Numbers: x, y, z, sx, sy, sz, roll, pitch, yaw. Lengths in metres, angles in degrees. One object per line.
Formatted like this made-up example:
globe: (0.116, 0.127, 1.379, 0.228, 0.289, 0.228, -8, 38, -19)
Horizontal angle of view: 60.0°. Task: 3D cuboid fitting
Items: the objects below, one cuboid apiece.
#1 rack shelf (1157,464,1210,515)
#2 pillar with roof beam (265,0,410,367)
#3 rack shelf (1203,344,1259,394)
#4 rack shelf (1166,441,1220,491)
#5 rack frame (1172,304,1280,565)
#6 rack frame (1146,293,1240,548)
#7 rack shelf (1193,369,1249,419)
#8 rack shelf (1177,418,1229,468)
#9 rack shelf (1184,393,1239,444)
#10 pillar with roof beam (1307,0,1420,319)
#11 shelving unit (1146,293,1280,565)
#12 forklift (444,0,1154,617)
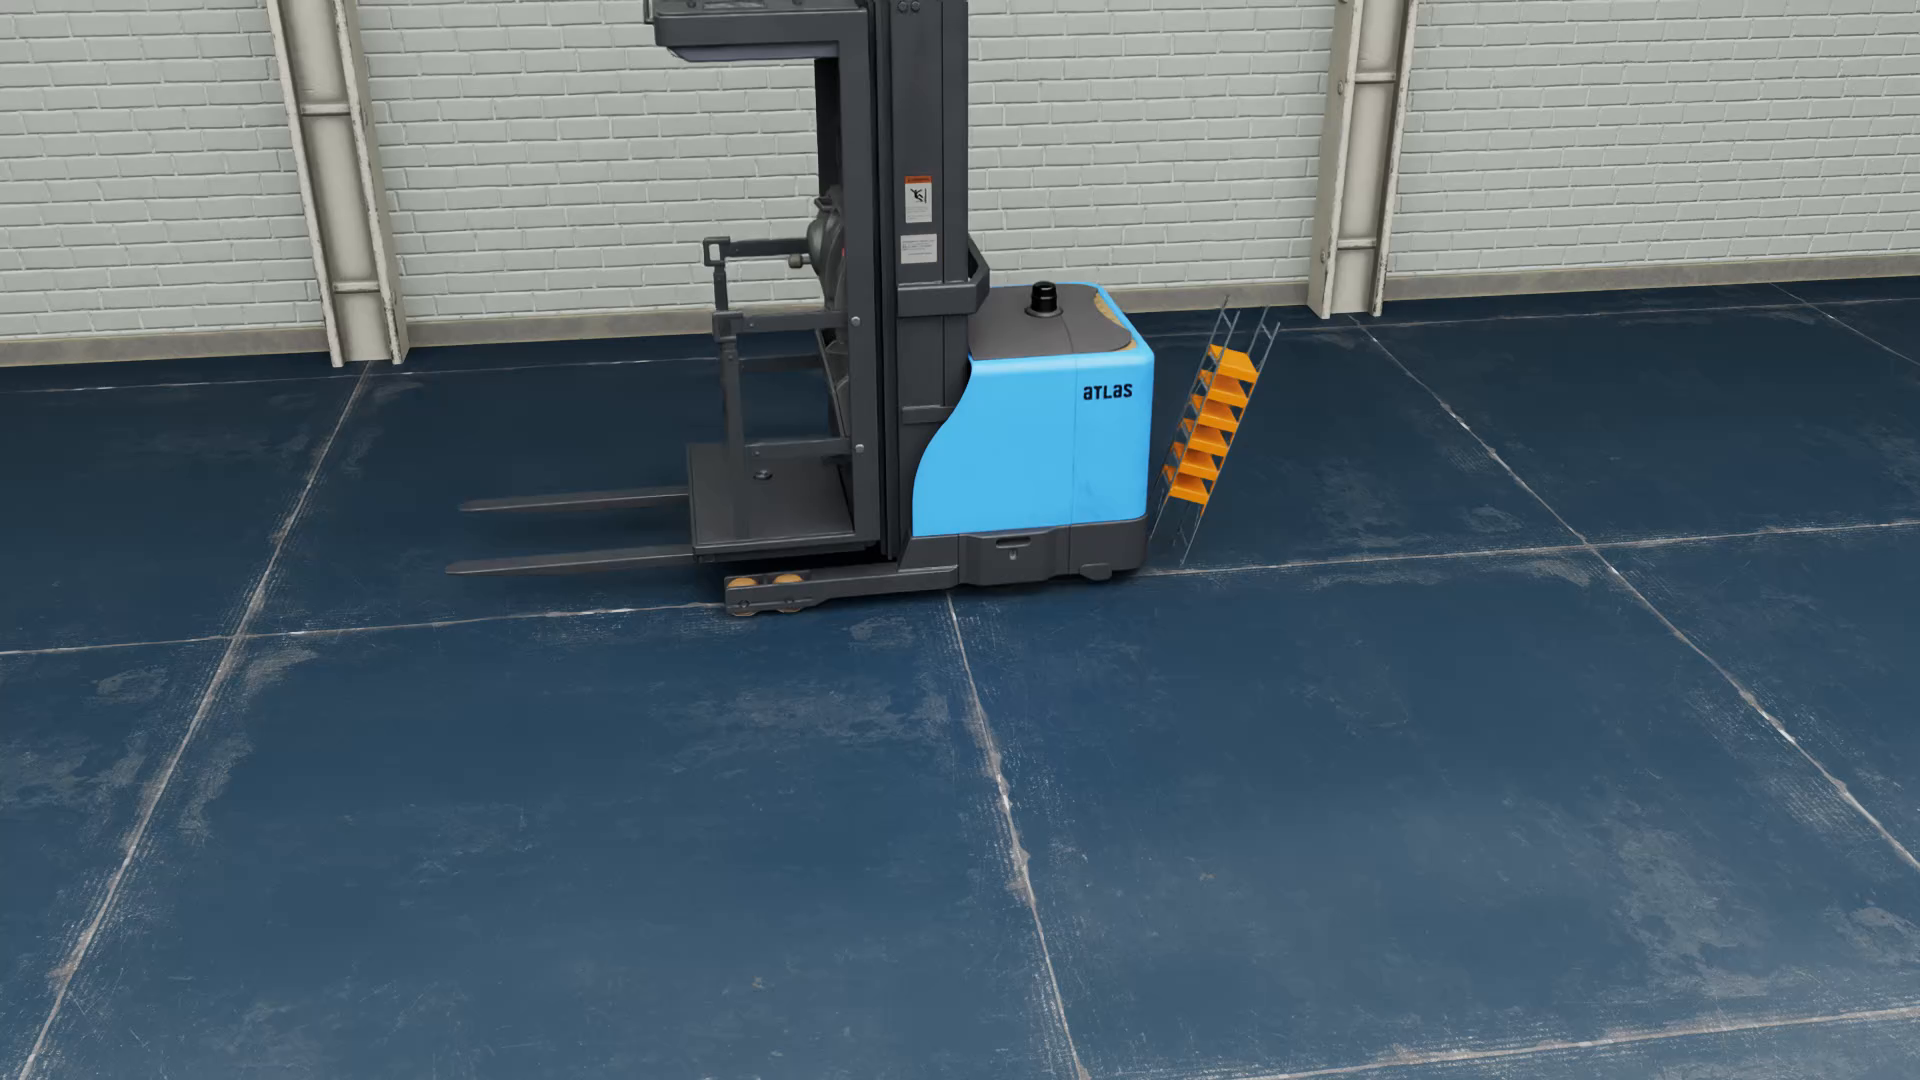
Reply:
rack shelf: (1.000, -0.232, 7.478, 0.180, 0.103, 0.258, 14, 25, -10)
pillar with roof beam: (-2.894, -3.150, 4.032, 0.400, 9.000, 9.100, -4, 27, -7)
rack shelf: (1.173, -0.747, 7.224, 0.180, 0.103, 0.258, 14, 25, -10)
rack shelf: (1.035, -0.335, 7.428, 0.180, 0.103, 0.258, 14, 25, -10)
rack frame: (1.170, -0.455, 7.374, 0.006, 1.200, 0.240, 14, 25, -10)
rack frame: (0.995, -0.497, 7.342, 0.006, 1.200, 0.240, 14, 25, -10)
rack shelf: (1.138, -0.644, 7.275, 0.180, 0.103, 0.258, 14, 25, -10)
rack shelf: (1.069, -0.438, 7.377, 0.180, 0.103, 0.258, 14, 25, -10)
rack shelf: (1.104, -0.541, 7.326, 0.180, 0.103, 0.258, 14, 25, -10)
pillar with roof beam: (3.048, -3.532, 4.776, 0.400, 9.000, 9.100, -4, 27, -7)
shelving unit: (1.082, -0.476, 7.358, 0.189, 1.200, 0.258, 14, 25, -10)
forklift: (-0.734, -1.235, 6.946, 3.031, 2.935, 1.130, -5, 28, -9)
